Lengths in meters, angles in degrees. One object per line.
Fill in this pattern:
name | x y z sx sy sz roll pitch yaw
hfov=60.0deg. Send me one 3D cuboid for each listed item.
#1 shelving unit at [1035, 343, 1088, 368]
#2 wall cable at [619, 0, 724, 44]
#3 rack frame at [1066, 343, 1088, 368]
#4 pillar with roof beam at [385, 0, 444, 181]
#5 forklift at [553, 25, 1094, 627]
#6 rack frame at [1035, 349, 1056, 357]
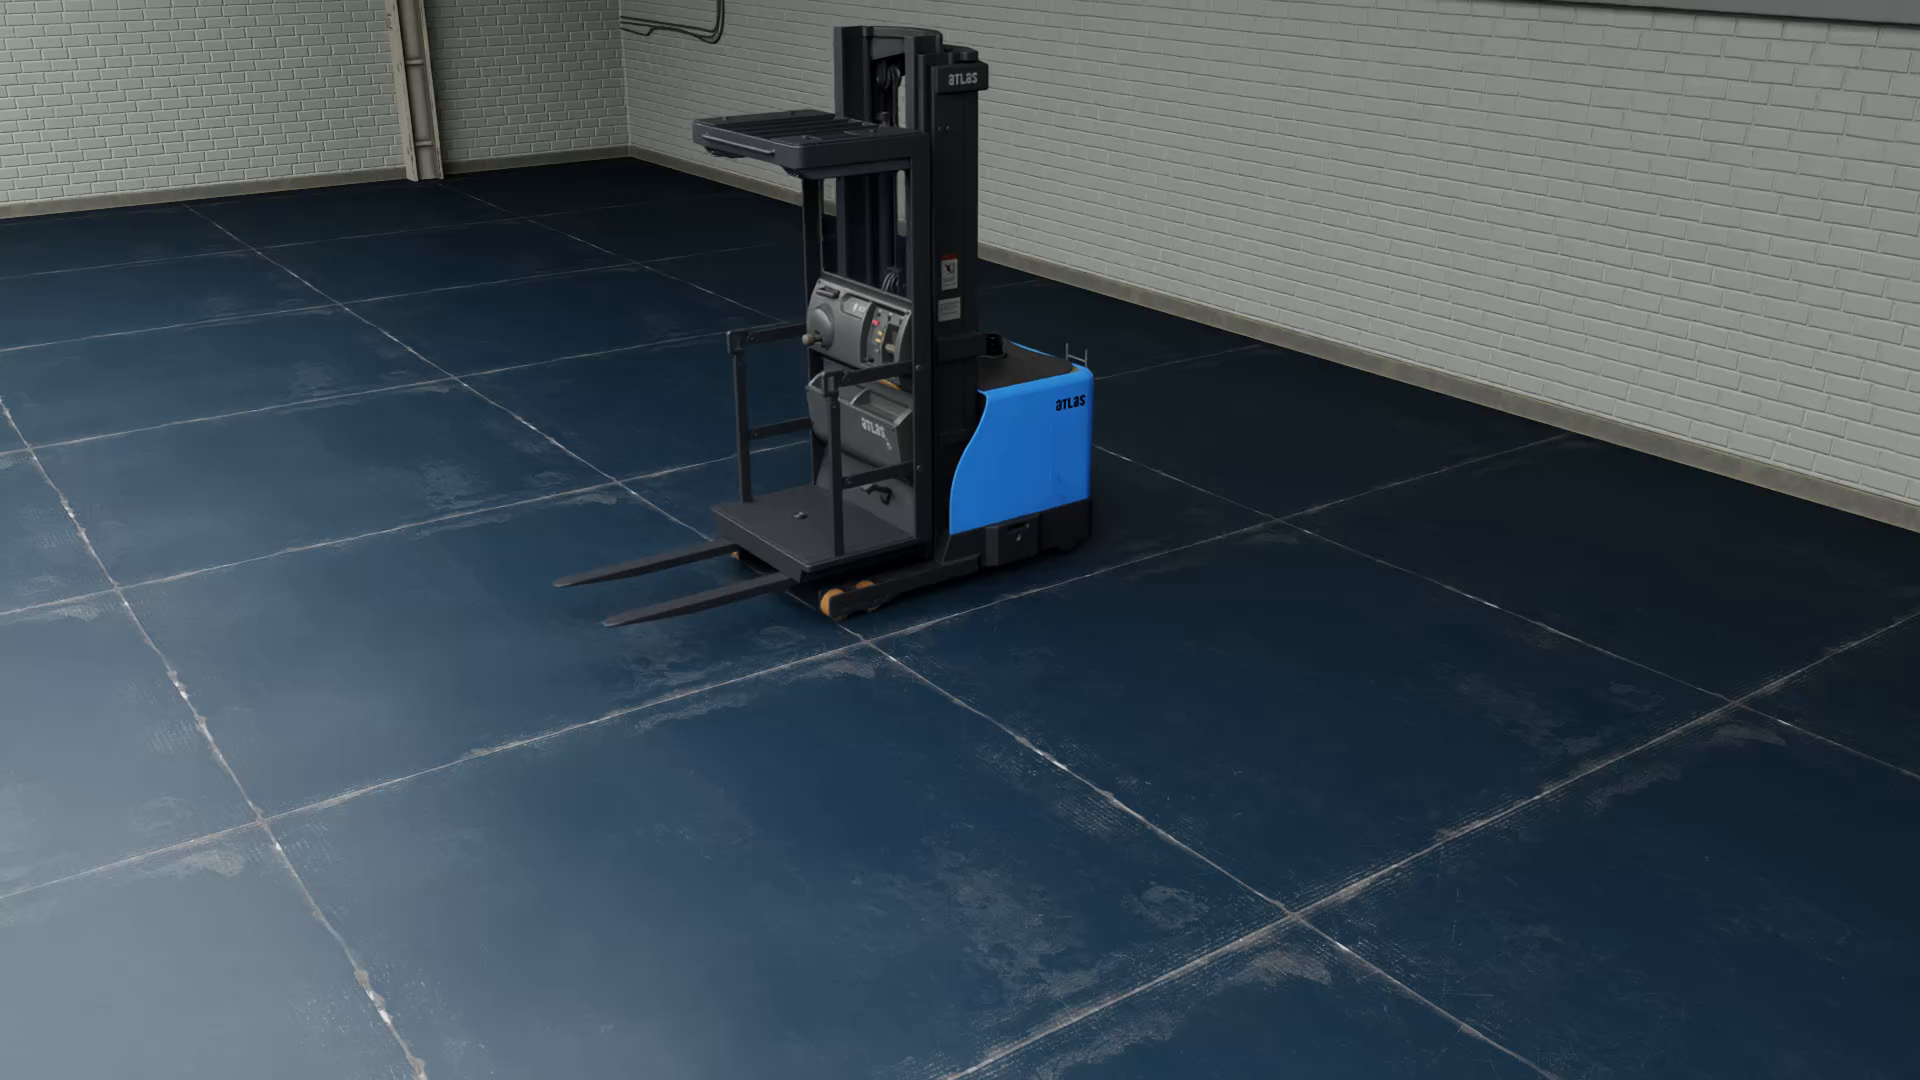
shelving unit | 0.603 -0.648 10.104 0.252 1.050 0.215 -15 26 -33
wall cable | -3.833 -7.711 21.267 0.112 2.526 3.097 -15 26 -33
rack frame | 0.702 -0.675 10.171 0.008 1.050 0.200 -15 26 -33
pillar with roof beam | -4.482 -7.618 16.845 0.400 9.000 9.100 -15 26 -33
forklift | -0.717 -1.156 8.838 3.031 2.935 1.130 -15 26 -33
rack frame | 0.504 -0.622 10.038 0.008 1.050 0.200 -15 26 -33
